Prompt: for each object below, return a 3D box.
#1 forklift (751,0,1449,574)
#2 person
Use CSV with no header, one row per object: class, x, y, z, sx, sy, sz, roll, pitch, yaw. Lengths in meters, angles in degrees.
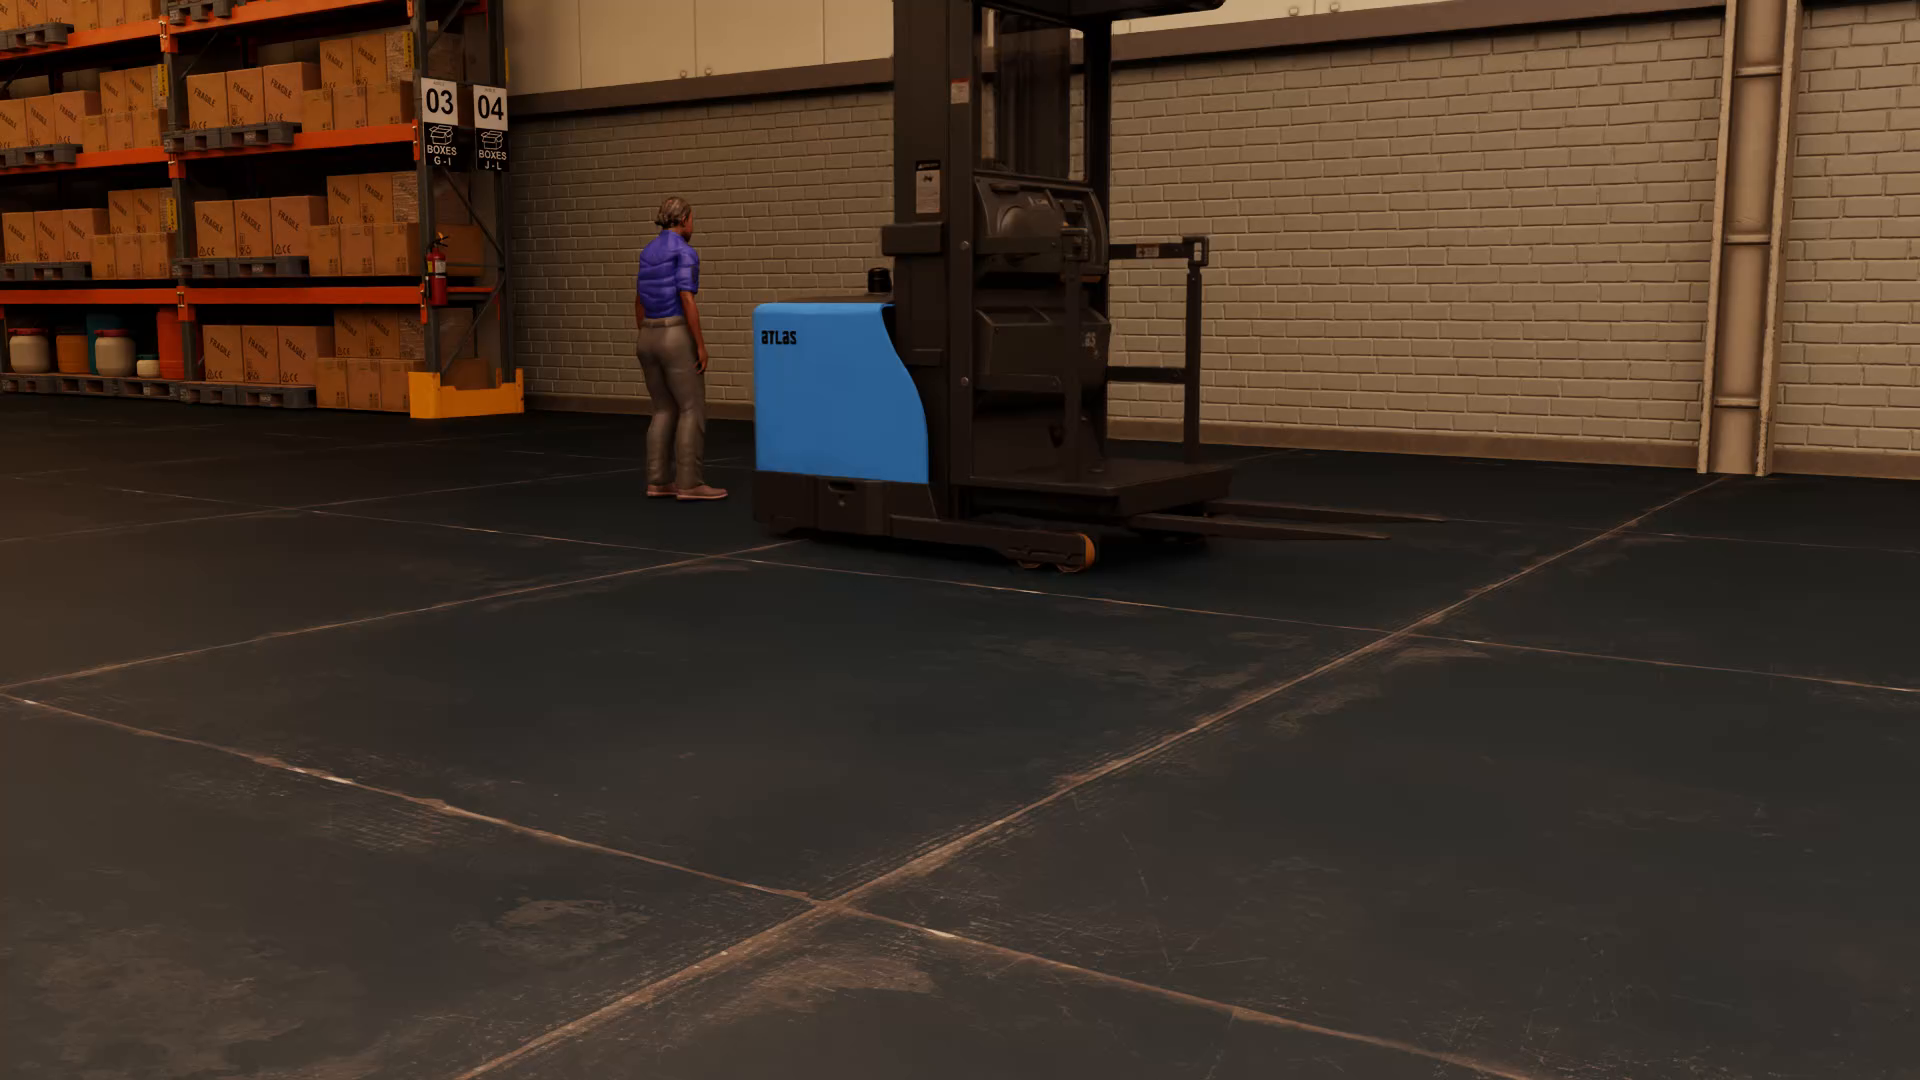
forklift,0.526,-1.400,7.040,3.031,2.935,1.130,6,10,36
person,-1.568,-1.052,9.133,0.528,1.653,0.349,7,11,42
